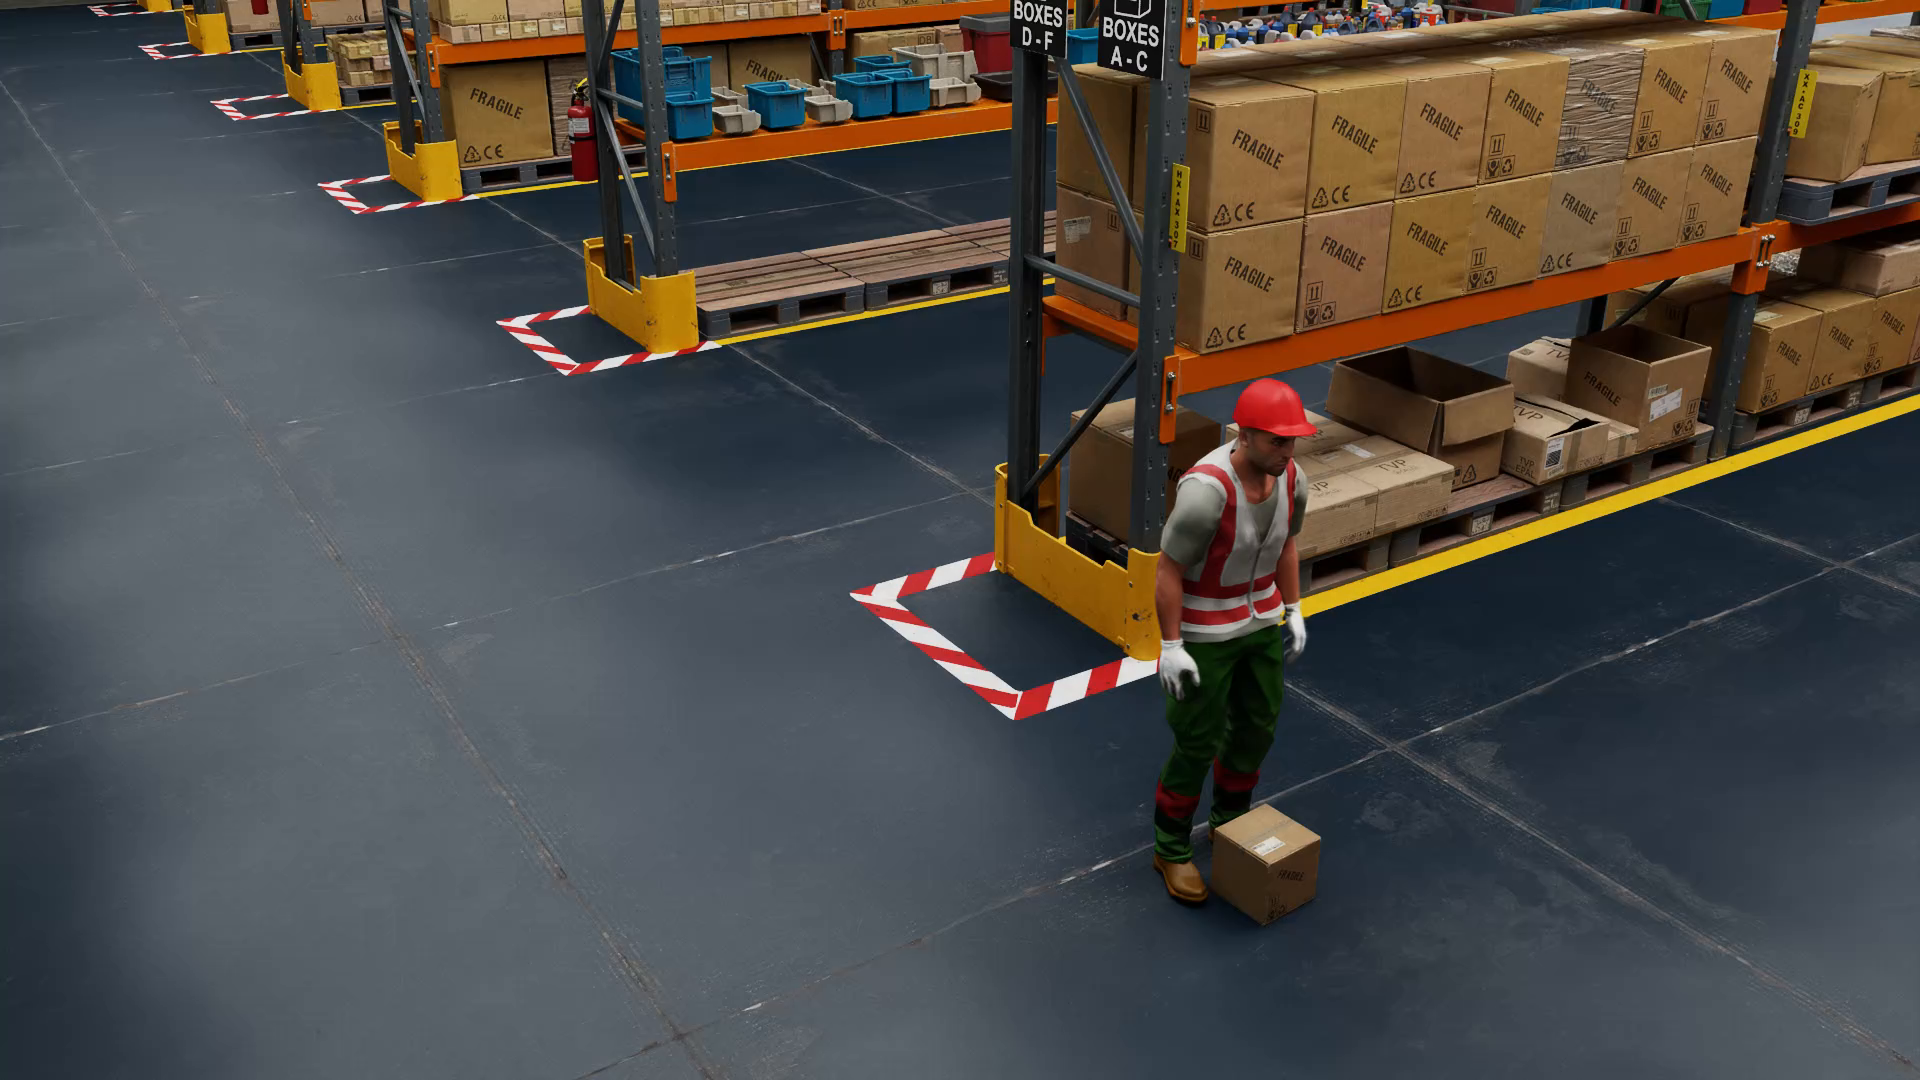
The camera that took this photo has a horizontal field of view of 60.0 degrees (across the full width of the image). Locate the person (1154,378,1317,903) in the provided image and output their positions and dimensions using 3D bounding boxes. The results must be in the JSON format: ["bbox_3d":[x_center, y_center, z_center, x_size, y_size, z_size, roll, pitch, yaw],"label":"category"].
[{"bbox_3d":[0.890,0.312,5.418,0.606,1.778,0.453,-15,29,-30],"label":"person"}]
